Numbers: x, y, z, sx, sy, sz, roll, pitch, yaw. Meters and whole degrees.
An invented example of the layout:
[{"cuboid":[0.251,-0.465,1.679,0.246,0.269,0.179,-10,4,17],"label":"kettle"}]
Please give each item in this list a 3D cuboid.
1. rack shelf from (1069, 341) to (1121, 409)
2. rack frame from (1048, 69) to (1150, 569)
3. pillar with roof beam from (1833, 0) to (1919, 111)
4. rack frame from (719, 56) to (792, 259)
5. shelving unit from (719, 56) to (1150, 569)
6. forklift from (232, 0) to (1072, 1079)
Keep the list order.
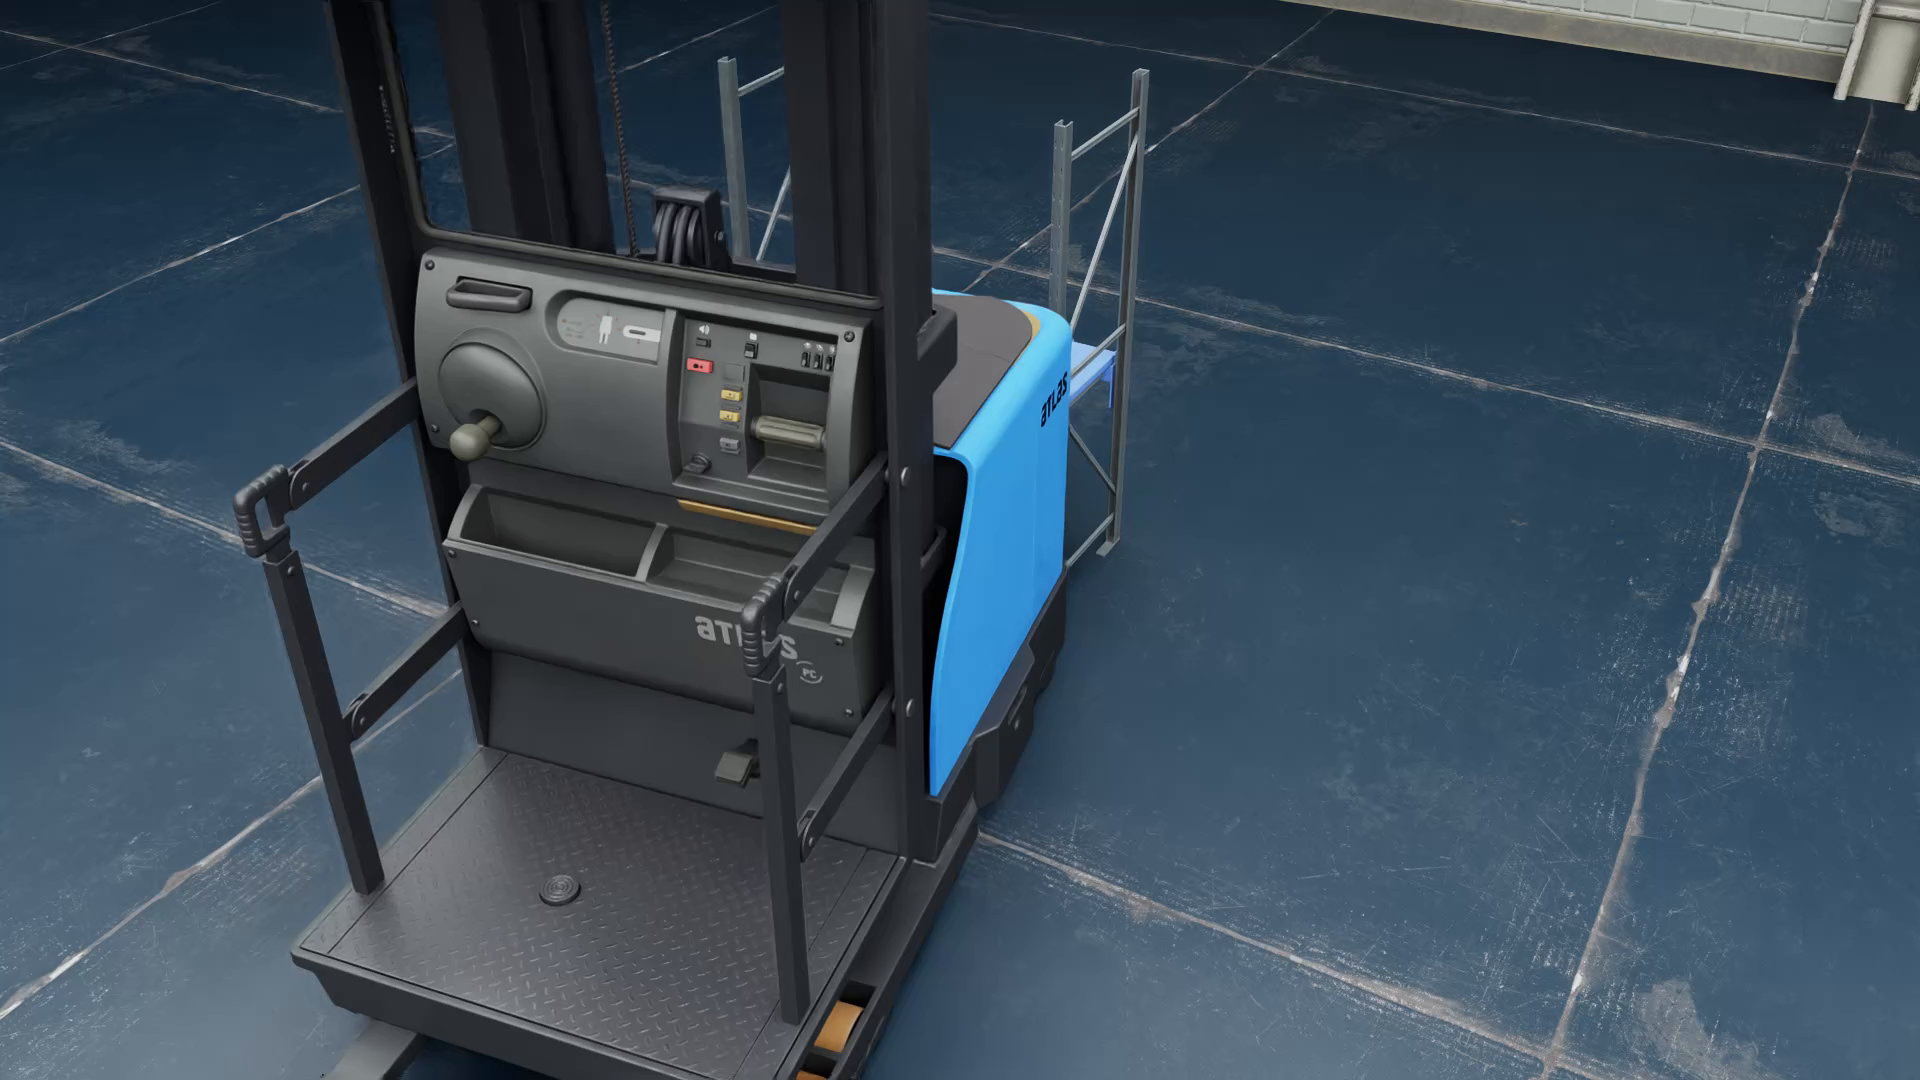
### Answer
[{"cuboid":[-0.074,-0.498,4.969,1.000,0.185,0.538,18,37,24],"label":"rack shelf"},{"cuboid":[0.367,-0.508,4.660,0.032,1.500,0.500,18,37,24],"label":"rack frame"},{"cuboid":[2.697,-4.013,3.157,0.400,9.000,9.100,18,37,24],"label":"pillar with roof beam"},{"cuboid":[-0.515,-0.788,5.079,0.032,1.500,0.500,18,37,24],"label":"rack frame"},{"cuboid":[-0.074,-0.648,4.870,1.048,1.500,0.538,18,37,24],"label":"shelving unit"},{"cuboid":[-0.690,-0.235,2.959,1.130,2.935,3.031,12,35,17],"label":"forklift"}]
